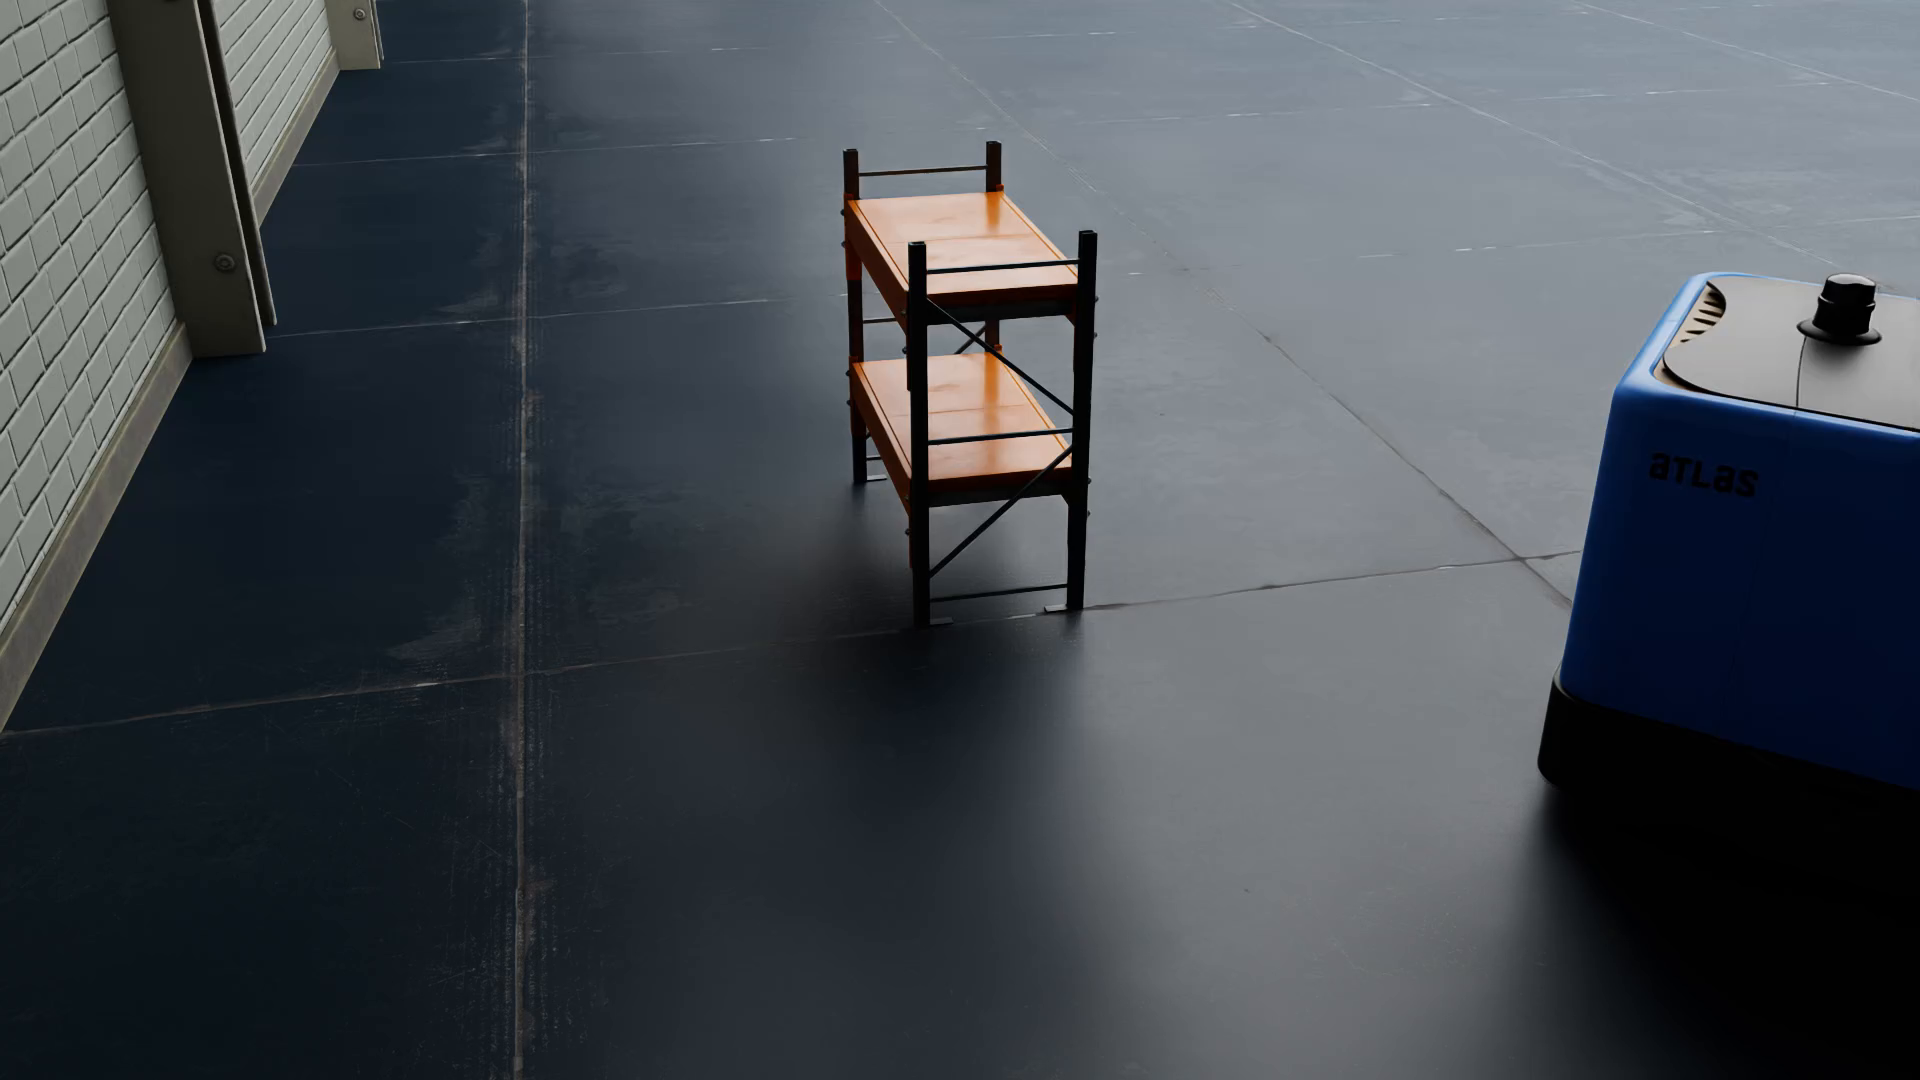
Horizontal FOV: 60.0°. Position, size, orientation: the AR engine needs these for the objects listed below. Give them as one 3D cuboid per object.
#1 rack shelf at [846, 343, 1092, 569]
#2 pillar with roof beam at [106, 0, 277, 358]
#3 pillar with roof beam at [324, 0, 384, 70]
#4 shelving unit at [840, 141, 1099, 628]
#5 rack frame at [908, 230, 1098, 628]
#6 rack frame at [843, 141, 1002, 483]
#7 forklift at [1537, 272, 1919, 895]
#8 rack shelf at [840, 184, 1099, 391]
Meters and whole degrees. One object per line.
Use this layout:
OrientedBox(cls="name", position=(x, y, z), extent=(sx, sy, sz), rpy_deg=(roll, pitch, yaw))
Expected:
OrientedBox(cls="rack shelf", position=(-0.002, -0.287, 5.113), extent=(0.538, 0.278, 1.000), rpy_deg=(-6, 27, -12))
OrientedBox(cls="pillar with roof beam", position=(1.170, -5.288, 5.740), extent=(9.100, 9.000, 0.400), rpy_deg=(-6, 27, -12))
OrientedBox(cls="pillar with roof beam", position=(-0.182, -7.922, 10.958), extent=(9.100, 9.000, 0.400), rpy_deg=(-6, 27, -12))
OrientedBox(cls="shelving unit", position=(-0.002, -0.505, 5.002), extent=(0.538, 1.125, 1.048), rpy_deg=(-6, 27, -12))
OrientedBox(cls="rack frame", position=(0.113, -0.282, 4.560), extent=(0.500, 1.125, 0.032), rpy_deg=(-6, 27, -12))
OrientedBox(cls="rack frame", position=(-0.116, -0.728, 5.445), extent=(0.500, 1.125, 0.032), rpy_deg=(-6, 27, -12))
OrientedBox(cls="forklift", position=(2.921, -0.527, 3.042), extent=(3.031, 2.935, 1.130), rpy_deg=(15, 30, 27))
OrientedBox(cls="rack shelf", position=(-0.002, -0.766, 4.871), extent=(0.538, 0.278, 1.000), rpy_deg=(-6, 27, -12))
